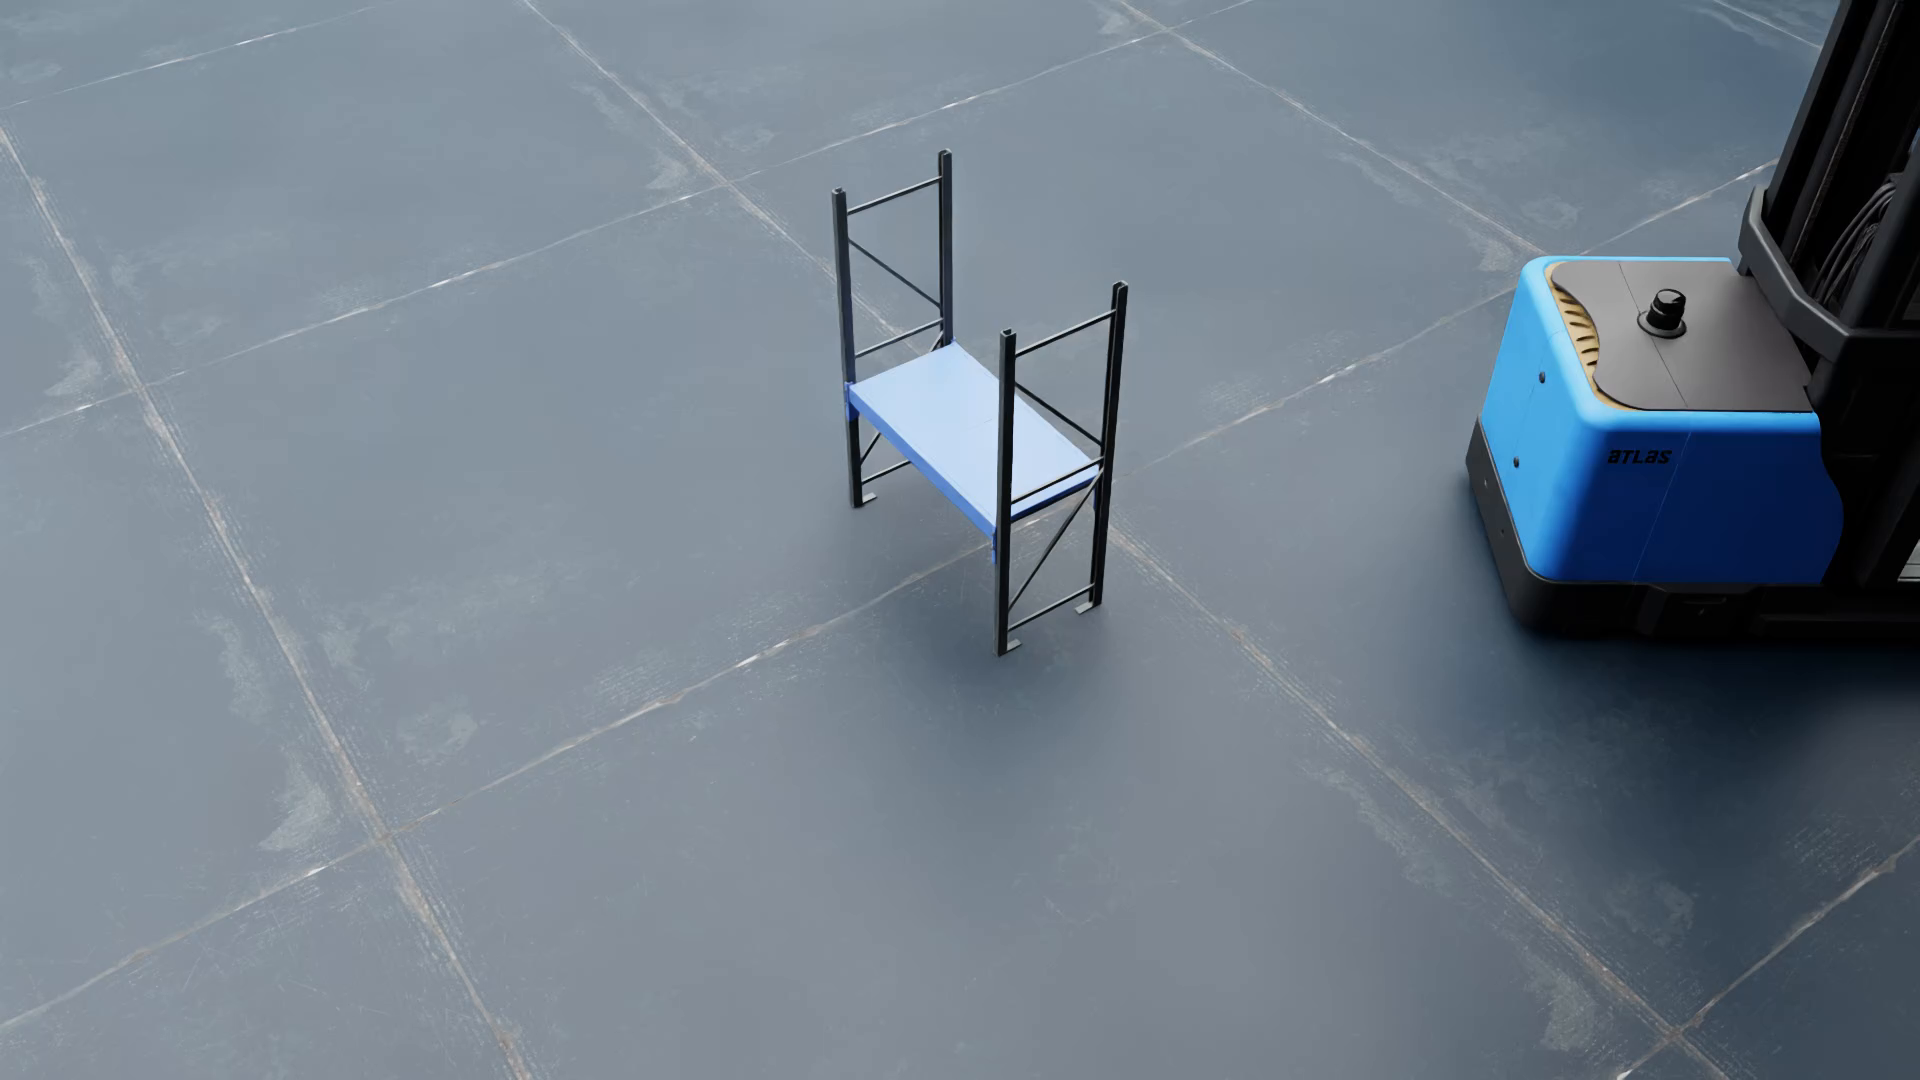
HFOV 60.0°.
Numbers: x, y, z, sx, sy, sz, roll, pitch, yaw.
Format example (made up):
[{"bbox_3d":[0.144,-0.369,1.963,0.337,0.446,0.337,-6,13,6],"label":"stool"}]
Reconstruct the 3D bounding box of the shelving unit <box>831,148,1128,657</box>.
[{"bbox_3d":[0.049,-0.494,6.182,0.538,1.500,1.048,-26,49,-24],"label":"shelving unit"}]

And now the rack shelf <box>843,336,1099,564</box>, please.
[{"bbox_3d":[0.049,-0.364,6.306,0.538,0.185,1.000,-26,49,-24],"label":"rack shelf"}]

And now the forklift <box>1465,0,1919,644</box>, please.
[{"bbox_3d":[3.630,-1.021,5.697,3.031,2.935,1.130,1,44,1],"label":"forklift"}]

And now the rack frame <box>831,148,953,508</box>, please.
[{"bbox_3d":[-0.242,-0.782,6.483,0.500,1.500,0.032,-26,49,-24],"label":"rack frame"}]

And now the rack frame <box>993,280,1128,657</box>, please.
[{"bbox_3d":[0.340,-0.206,5.880,0.500,1.500,0.032,-26,49,-24],"label":"rack frame"}]
